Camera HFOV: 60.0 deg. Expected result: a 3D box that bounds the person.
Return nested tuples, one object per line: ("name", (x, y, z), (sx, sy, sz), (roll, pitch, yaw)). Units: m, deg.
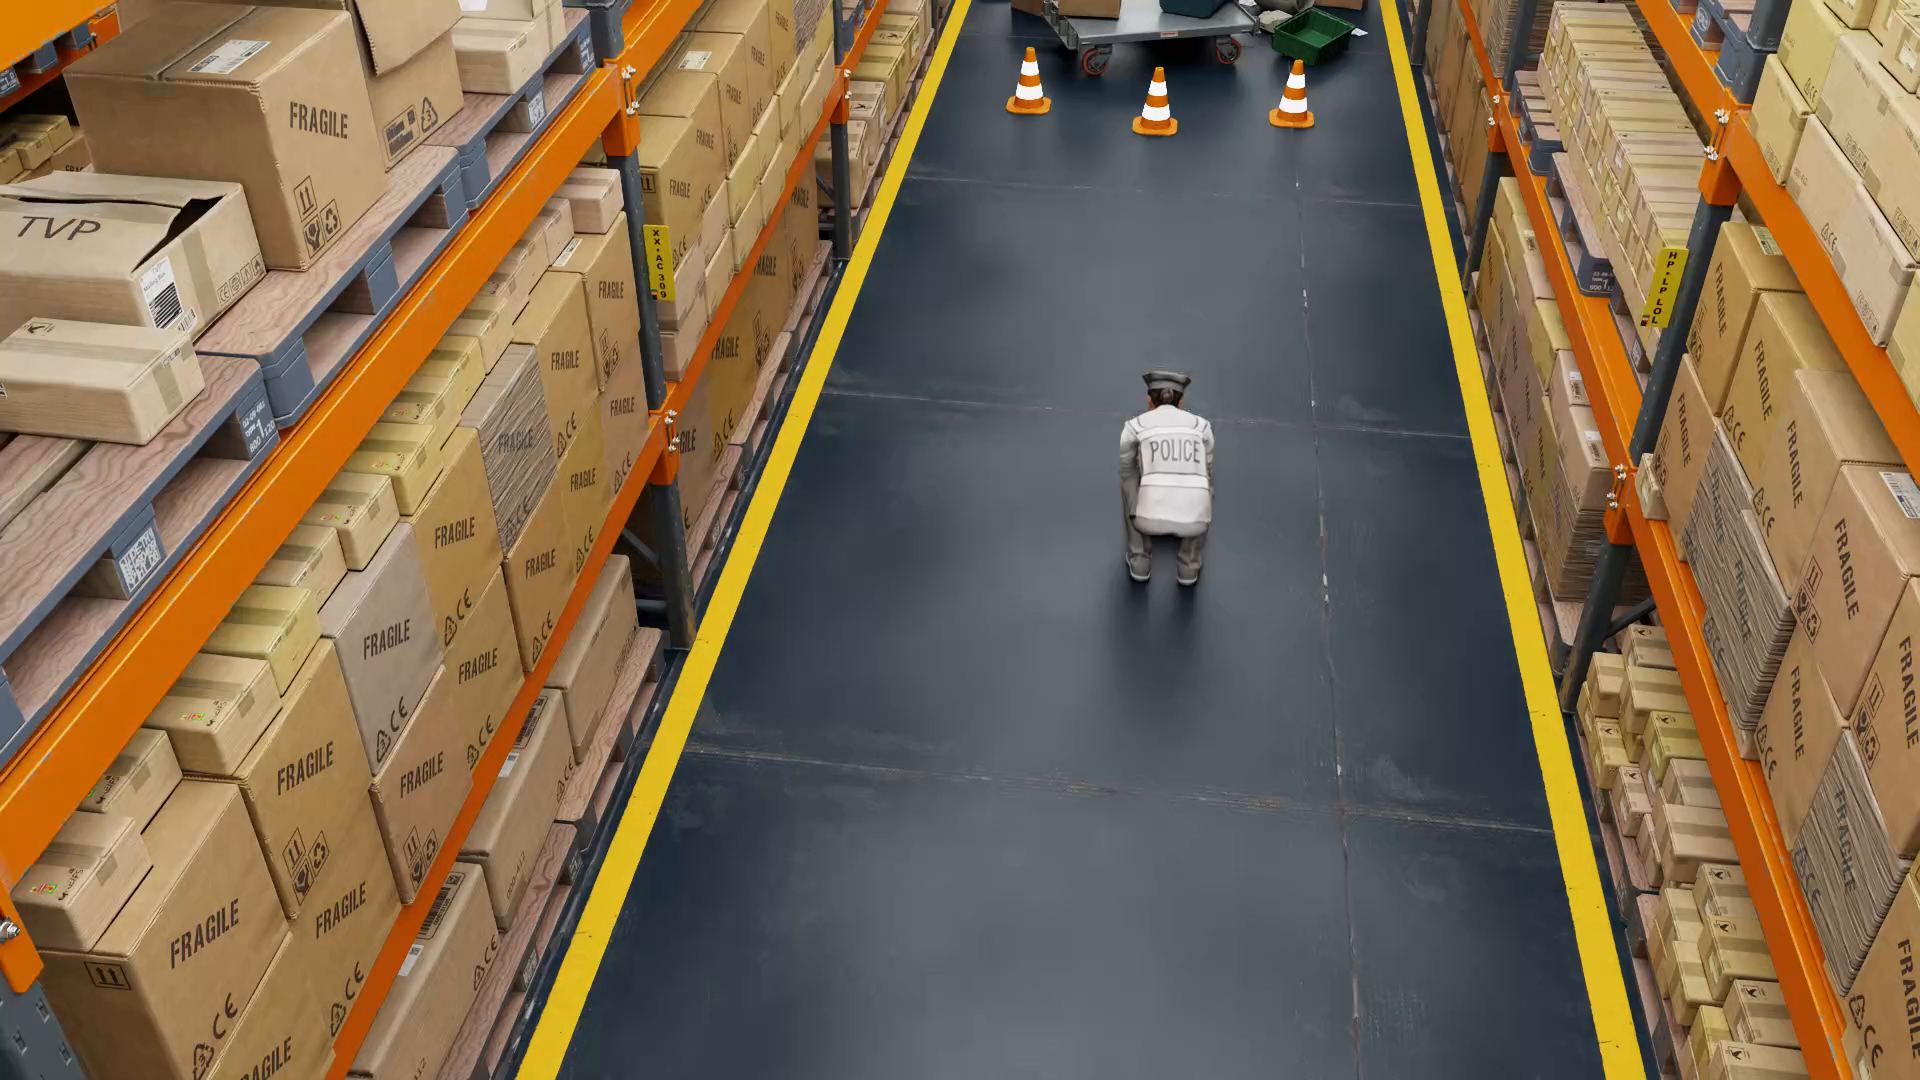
("person", (1.009, -0.300, 8.099), (0.487, 0.898, 0.856), (4, 37, 6))
